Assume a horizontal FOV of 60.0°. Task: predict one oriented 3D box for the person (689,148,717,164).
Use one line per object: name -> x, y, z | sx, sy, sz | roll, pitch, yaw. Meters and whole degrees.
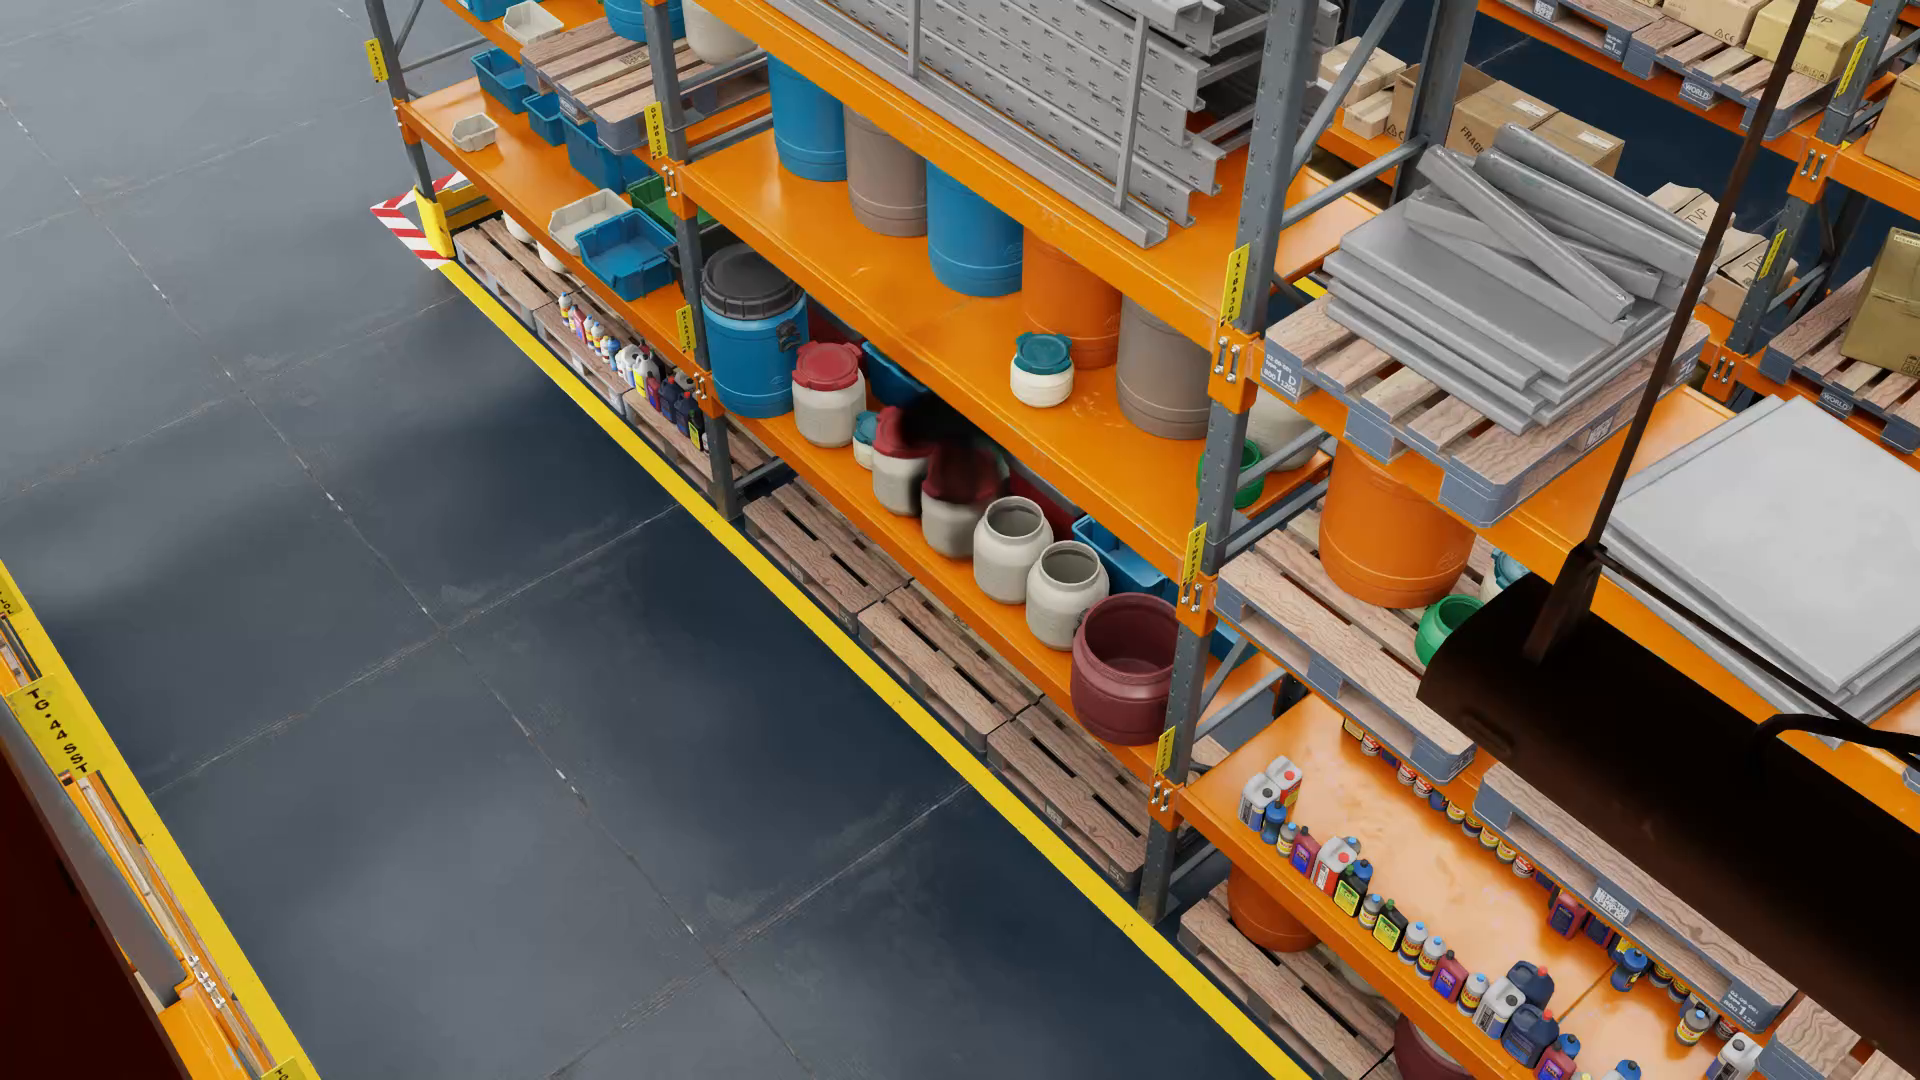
person -> -2.119, -3.357, 13.015 | 0.602, 1.662, 0.650 | 35, 56, 29
